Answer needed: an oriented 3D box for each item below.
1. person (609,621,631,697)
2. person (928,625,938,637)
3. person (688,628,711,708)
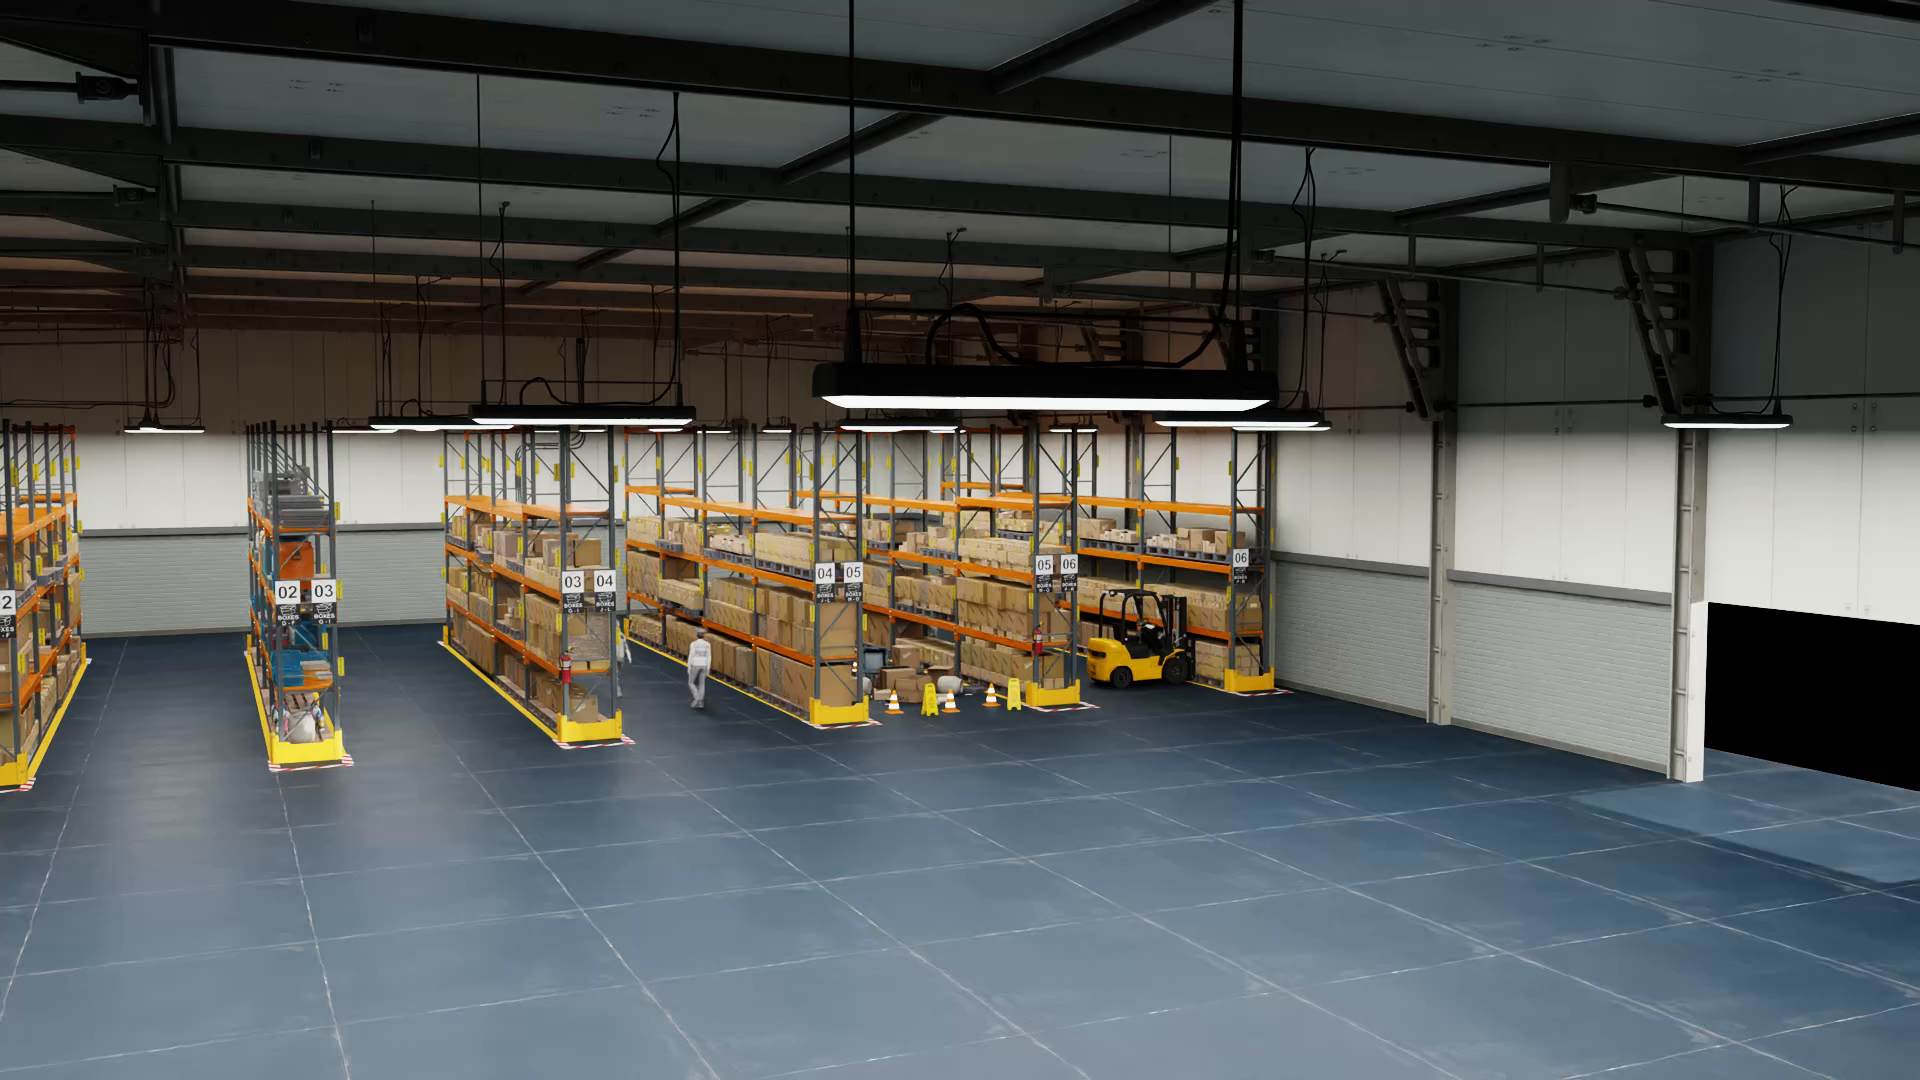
[{"bbox_3d":[-7.554,2.590,36.663,0.570,1.616,1.021,-2,4,-33],"label":"person"},{"bbox_3d":[-0.768,1.888,47.260,0.481,1.763,0.588,2,4,32],"label":"person"},{"bbox_3d":[-5.472,2.696,34.949,0.517,1.671,0.399,-2,4,-25],"label":"person"}]
